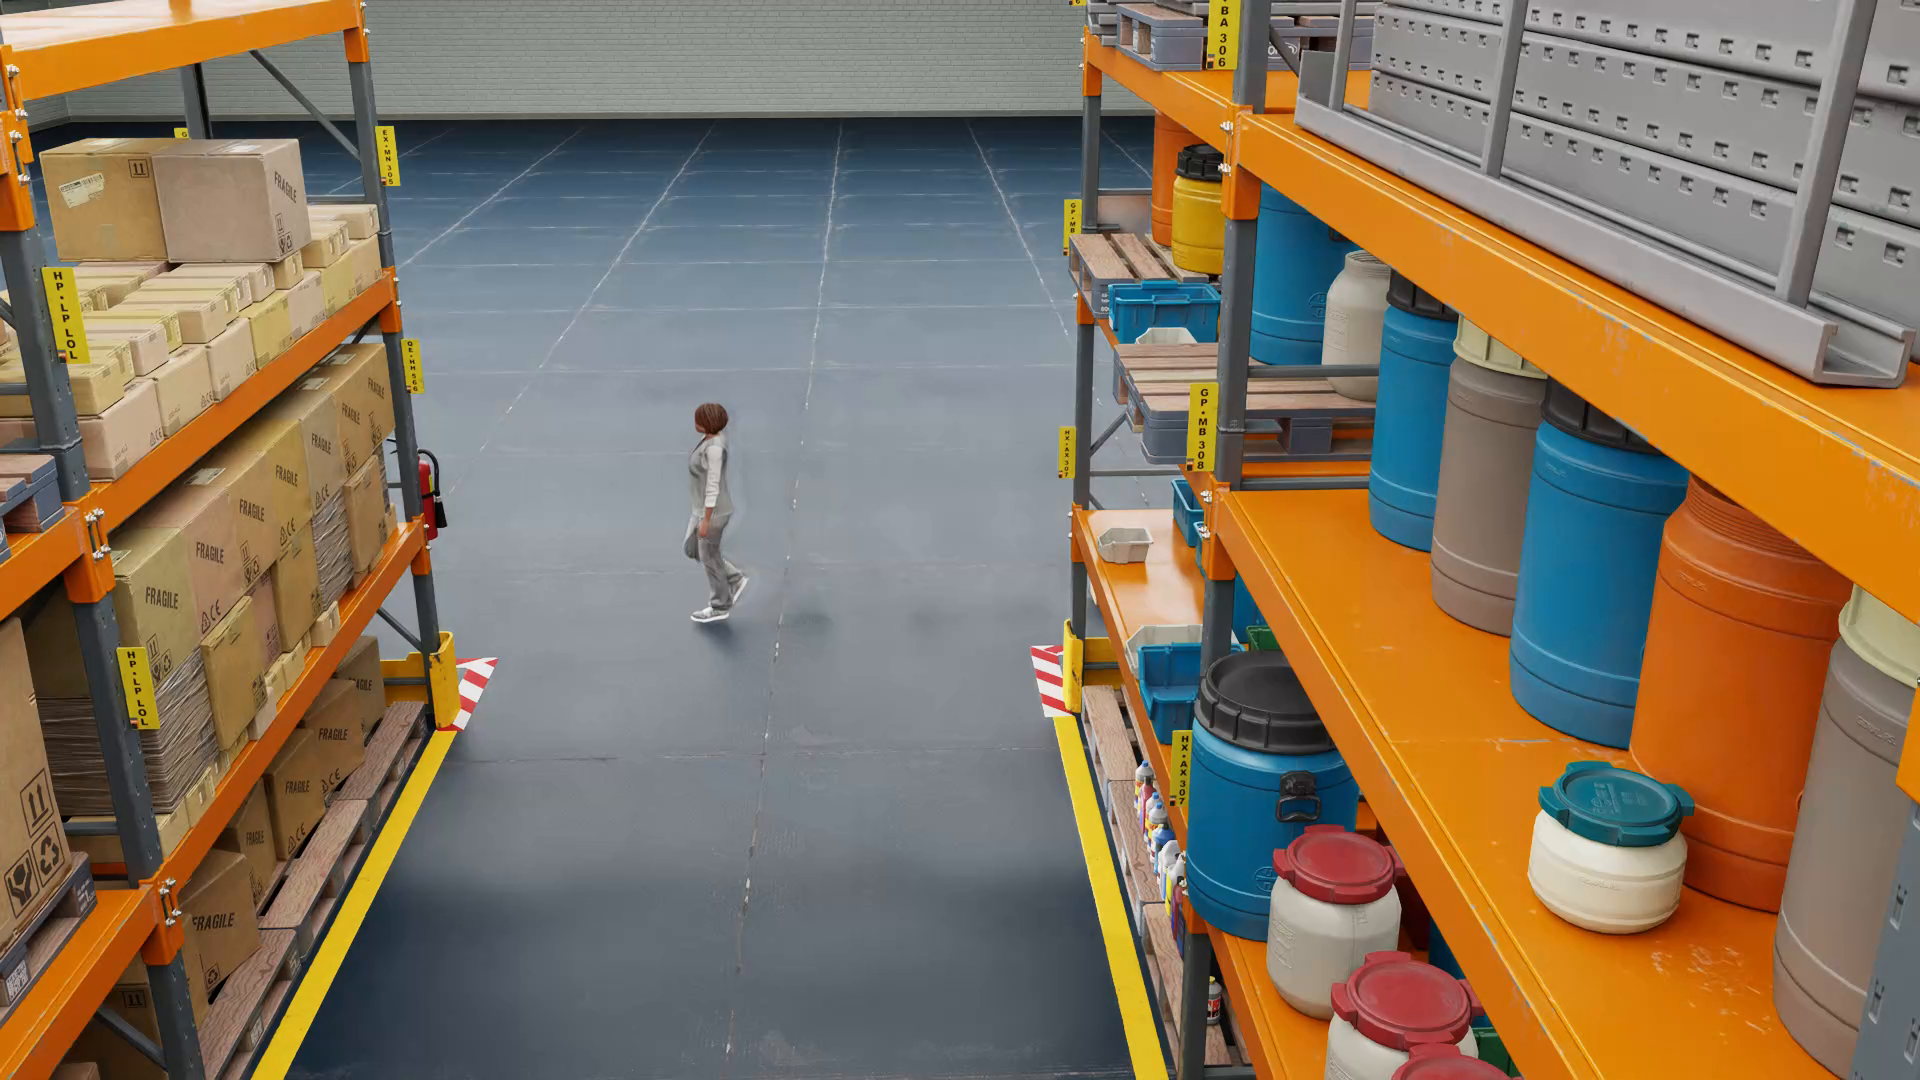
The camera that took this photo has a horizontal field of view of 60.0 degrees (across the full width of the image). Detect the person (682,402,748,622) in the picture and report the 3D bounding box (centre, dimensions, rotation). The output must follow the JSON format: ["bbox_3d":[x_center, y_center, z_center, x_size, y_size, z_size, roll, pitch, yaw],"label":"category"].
[{"bbox_3d":[-1.714,-0.188,11.545,0.447,1.575,0.414,-4,21,-10],"label":"person"}]
